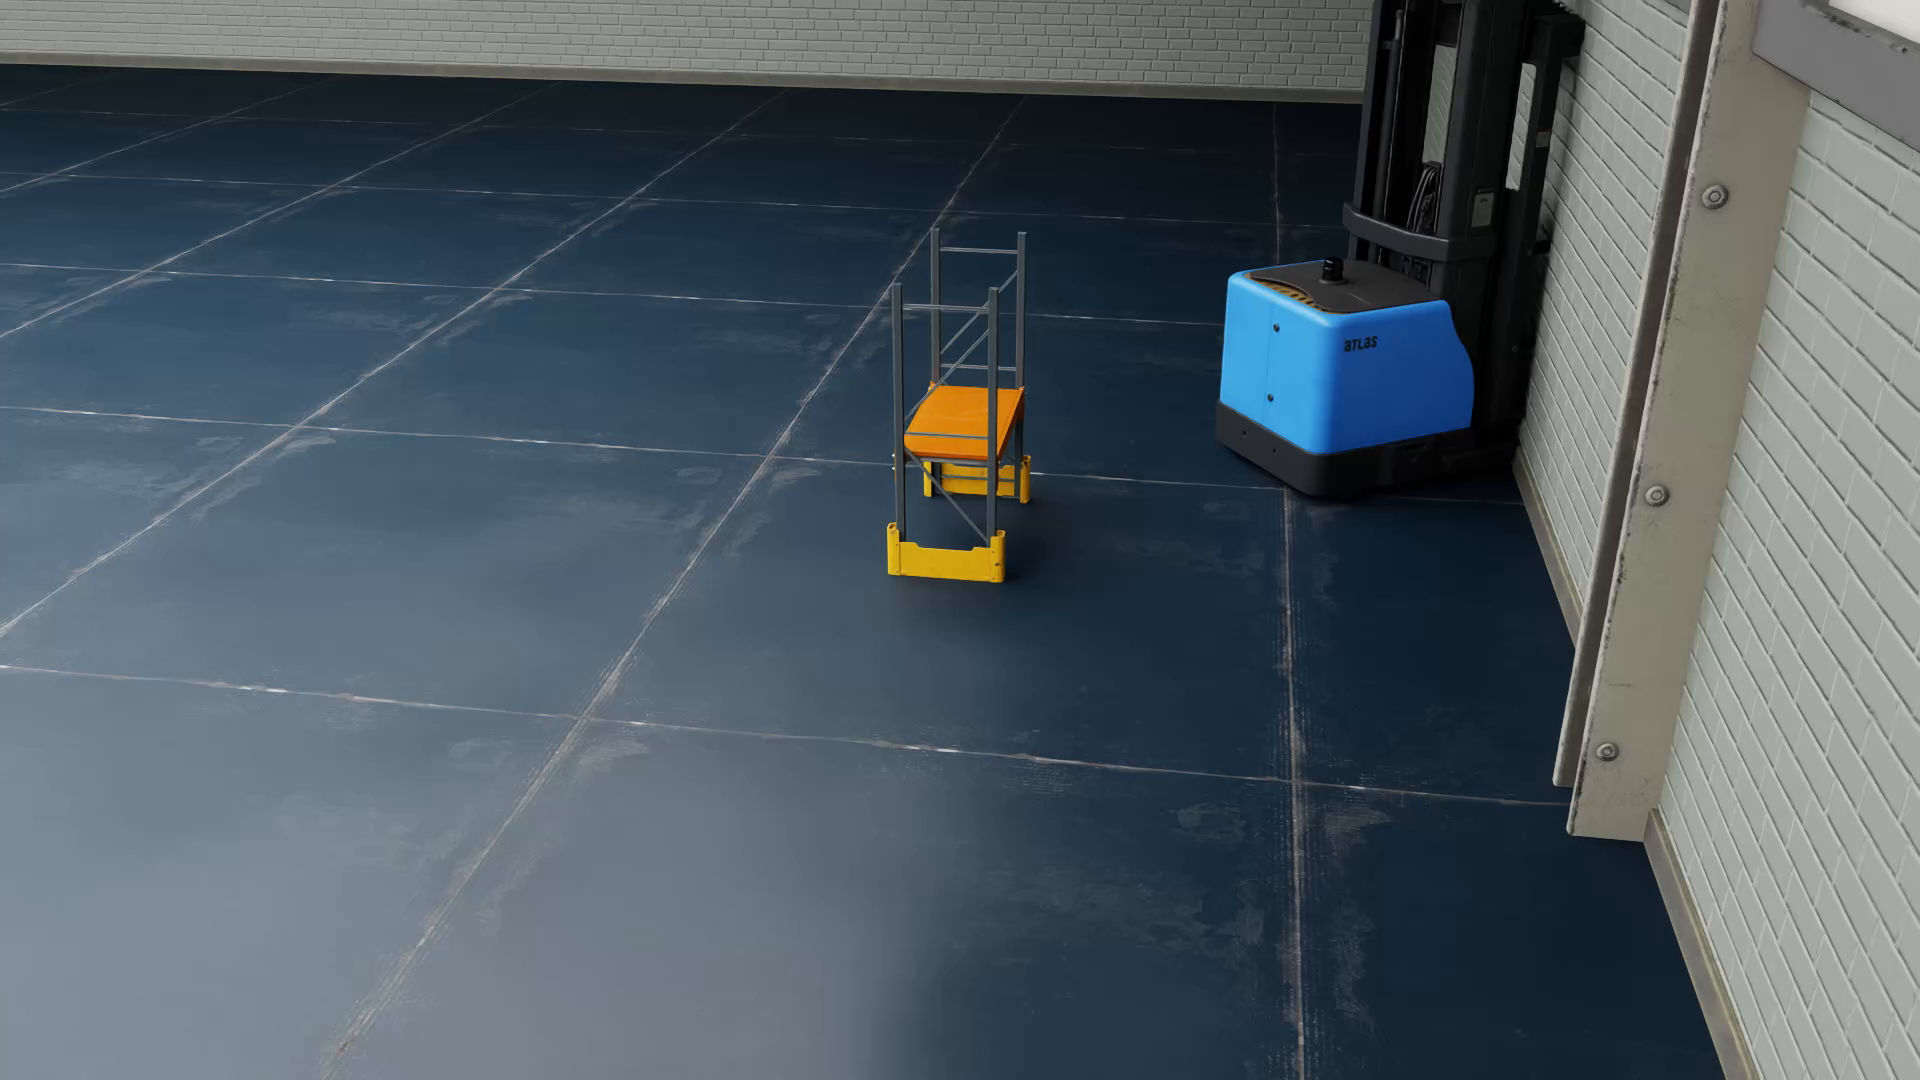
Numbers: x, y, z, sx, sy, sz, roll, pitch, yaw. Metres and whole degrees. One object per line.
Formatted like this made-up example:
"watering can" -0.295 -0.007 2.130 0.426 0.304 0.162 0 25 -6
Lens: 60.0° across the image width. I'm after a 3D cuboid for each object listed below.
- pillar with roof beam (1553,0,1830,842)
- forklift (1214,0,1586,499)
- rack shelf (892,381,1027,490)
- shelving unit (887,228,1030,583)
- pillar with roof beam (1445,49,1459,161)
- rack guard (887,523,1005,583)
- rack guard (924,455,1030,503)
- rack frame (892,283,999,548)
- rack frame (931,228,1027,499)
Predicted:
"pillar with roof beam" -1.740 -3.321 5.230 9.100 9.000 0.400 4 25 9
"forklift" 3.071 -1.959 9.478 3.031 2.935 1.130 -11 27 -22
"rack shelf" 0.014 -0.552 8.585 0.538 0.185 1.000 4 25 9
"shelving unit" 0.012 -0.711 8.500 0.587 1.500 1.083 4 25 9
"pillar with roof beam" -0.759 -5.830 10.591 9.100 9.000 0.400 4 25 9
"rack guard" -0.069 0.063 8.320 0.587 0.250 0.087 4 25 9
"rack guard" 0.094 -0.353 9.210 0.587 0.250 0.087 4 25 9
"rack frame" -0.069 -0.502 8.054 0.500 1.500 0.032 4 25 9
"rack frame" 0.097 -0.928 8.962 0.500 1.500 0.032 4 25 9
